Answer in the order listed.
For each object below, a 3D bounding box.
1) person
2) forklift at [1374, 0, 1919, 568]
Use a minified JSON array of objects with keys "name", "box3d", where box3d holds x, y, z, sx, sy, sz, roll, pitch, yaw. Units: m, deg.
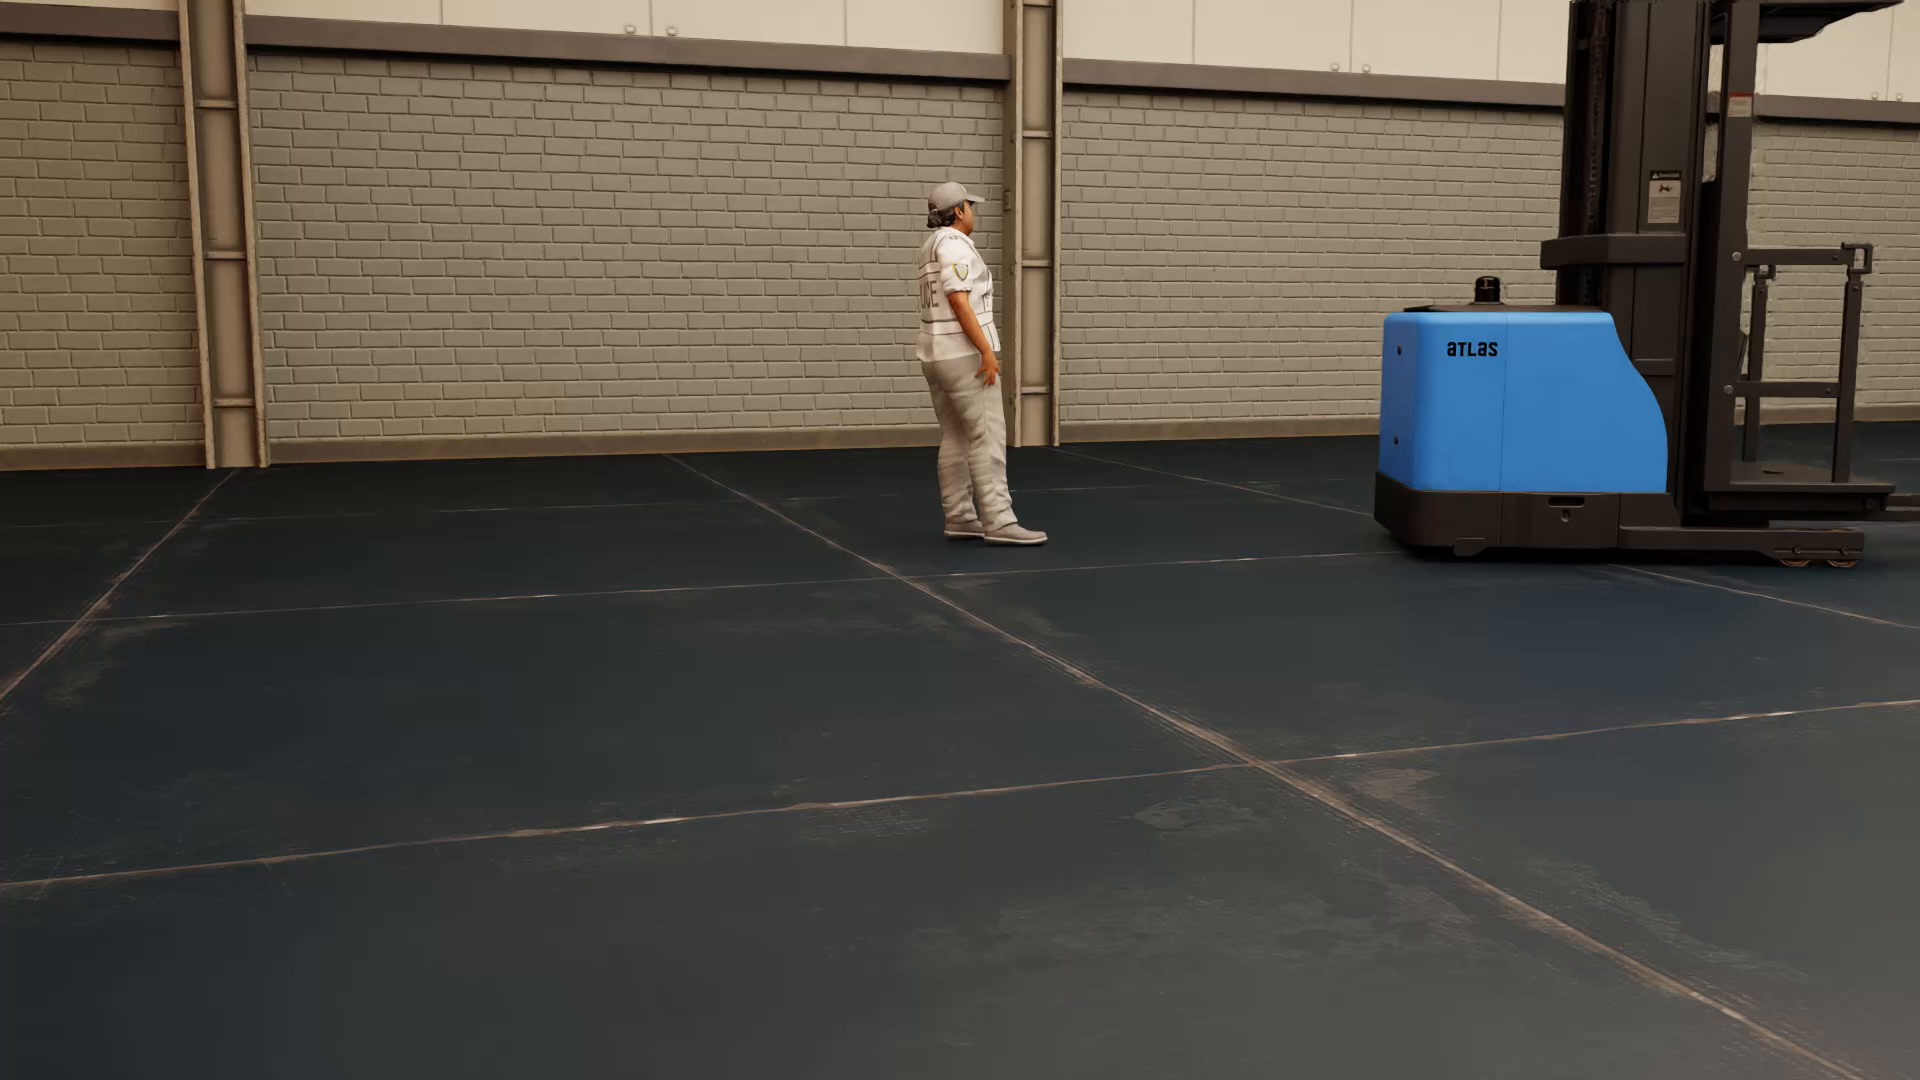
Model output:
[{"name":"person","box3d":[0.080,-0.833,7.813,0.529,1.670,0.598,-3,8,-18]},{"name":"forklift","box3d":[3.500,-1.408,7.400,3.031,2.935,1.130,1,8,5]}]
